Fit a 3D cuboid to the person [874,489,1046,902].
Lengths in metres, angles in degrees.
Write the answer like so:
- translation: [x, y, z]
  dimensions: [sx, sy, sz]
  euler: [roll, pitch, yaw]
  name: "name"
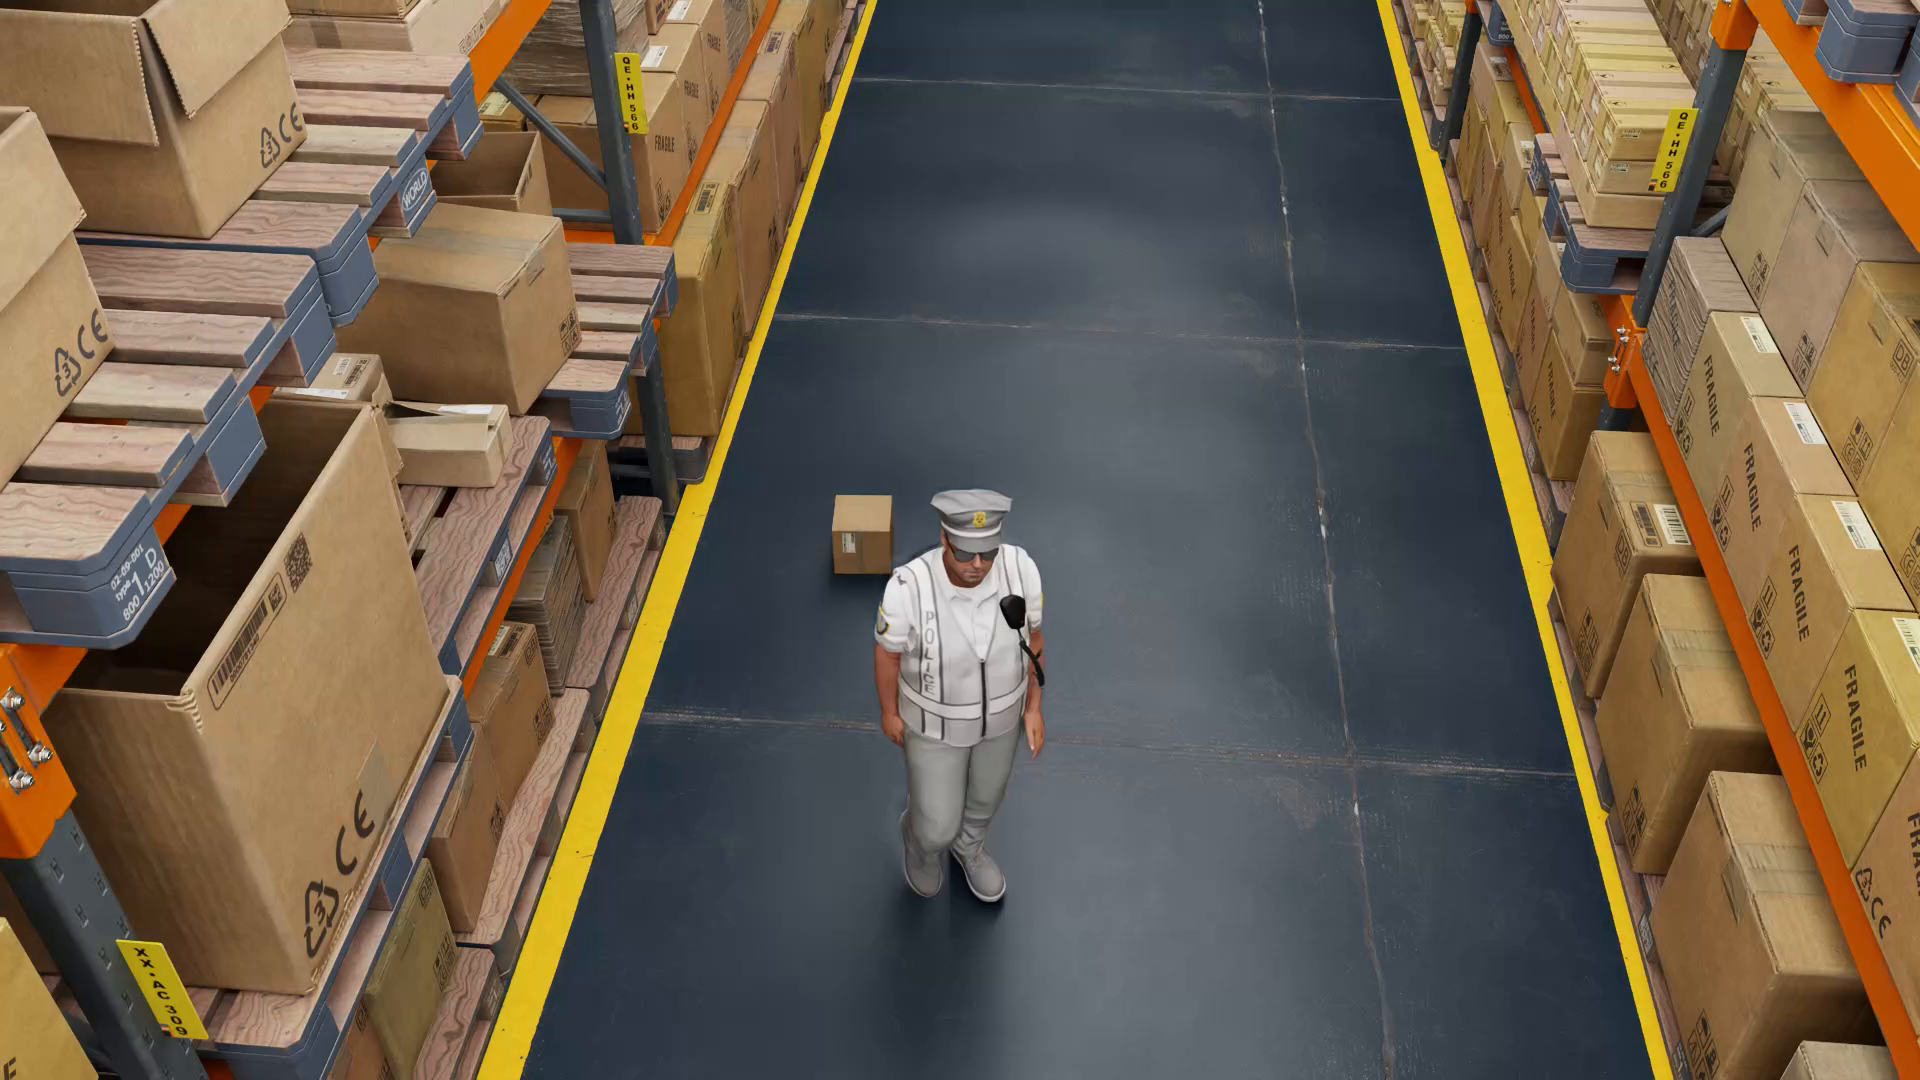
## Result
- translation: [0.017, 0.568, 5.443]
  dimensions: [0.543, 1.796, 0.452]
  euler: [-14, 42, -17]
  name: "person"
